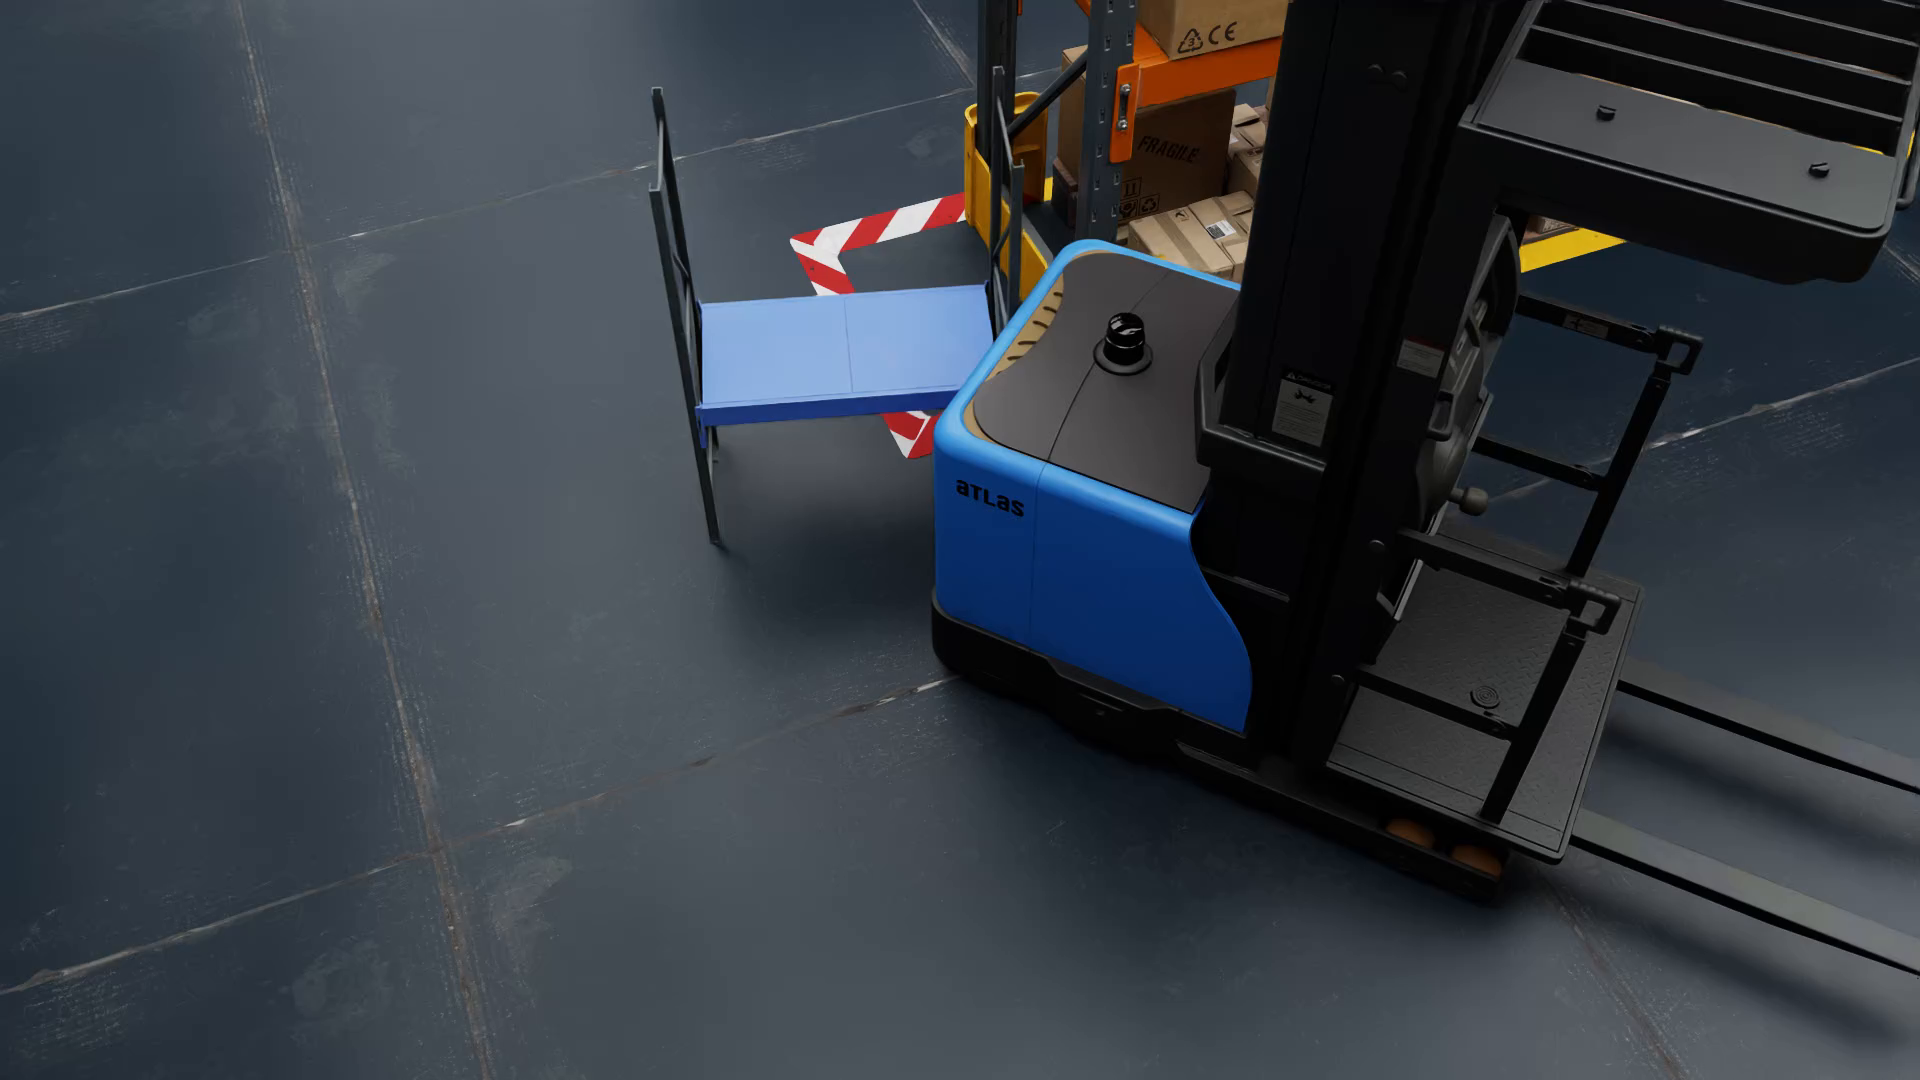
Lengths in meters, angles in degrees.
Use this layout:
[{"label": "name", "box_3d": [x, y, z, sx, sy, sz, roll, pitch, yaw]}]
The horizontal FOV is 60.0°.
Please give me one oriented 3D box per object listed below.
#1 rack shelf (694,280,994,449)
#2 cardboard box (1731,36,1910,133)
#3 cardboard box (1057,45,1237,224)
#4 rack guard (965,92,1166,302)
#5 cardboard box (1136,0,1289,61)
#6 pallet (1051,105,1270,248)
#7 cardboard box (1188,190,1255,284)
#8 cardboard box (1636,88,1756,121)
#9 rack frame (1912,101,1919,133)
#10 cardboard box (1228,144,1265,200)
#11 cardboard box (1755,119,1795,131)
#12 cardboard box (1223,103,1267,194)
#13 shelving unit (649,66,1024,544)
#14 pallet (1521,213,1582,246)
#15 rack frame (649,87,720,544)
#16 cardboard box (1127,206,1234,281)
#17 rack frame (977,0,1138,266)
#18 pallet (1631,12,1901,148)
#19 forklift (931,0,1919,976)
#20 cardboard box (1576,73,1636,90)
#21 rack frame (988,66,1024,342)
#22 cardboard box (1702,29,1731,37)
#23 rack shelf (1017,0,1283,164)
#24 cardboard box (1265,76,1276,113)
[{"label": "rack shelf", "box_3d": [-0.366, -0.588, 5.504, 1.000, 0.185, 0.538, -5, 50, -4]}, {"label": "cardboard box", "box_3d": [3.592, -2.086, 6.922, 0.500, 0.500, 0.500, -17, 52, -14]}, {"label": "cardboard box", "box_3d": [0.719, -1.630, 6.530, 0.500, 0.500, 0.500, -17, 52, -14]}, {"label": "rack guard", "box_3d": [0.379, -1.179, 6.433, 0.348, 0.500, 1.175, -17, 52, -14]}, {"label": "cardboard box", "box_3d": [0.819, -1.947, 5.379, 0.500, 0.500, 0.500, -16, 51, -13]}, {"label": "pallet", "box_3d": [1.117, -1.315, 6.740, 1.213, 0.211, 1.003, -17, 52, -14]}, {"label": "cardboard box", "box_3d": [1.058, -1.143, 6.332, 0.250, 0.166, 0.380, -17, 52, -14]}, {"label": "cardboard box", "box_3d": [2.897, -1.809, 6.809, 0.500, 0.311, 0.500, -17, 52, -14]}, {"label": "rack frame", "box_3d": [4.012, -3.119, 6.452, 0.127, 3.000, 1.000, -17, 52, -14]}, {"label": "cardboard box", "box_3d": [1.382, -1.320, 6.429, 0.500, 0.250, 0.500, -17, 52, -14]}, {"label": "cardboard box", "box_3d": [3.267, -1.822, 6.926, 0.250, 0.149, 0.380, -17, 52, -14]}, {"label": "cardboard box", "box_3d": [1.128, -1.574, 6.702, 0.250, 0.166, 0.380, -17, 52, -14]}, {"label": "shelving unit", "box_3d": [-0.366, -0.705, 5.367, 1.048, 1.500, 0.538, -5, 50, -4]}, {"label": "pallet", "box_3d": [2.245, -1.662, 7.038, 1.213, 0.211, 1.003, -17, 52, -14]}, {"label": "rack frame", "box_3d": [-0.872, -0.665, 5.332, 0.032, 1.500, 0.500, -5, 50, -4]}, {"label": "cardboard box", "box_3d": [0.827, -1.065, 6.277, 0.250, 0.149, 0.380, -17, 52, -14]}, {"label": "rack frame", "box_3d": [0.309, -1.972, 5.466, 0.127, 3.000, 1.000, -17, 52, -14]}, {"label": "pallet", "box_3d": [3.376, -2.014, 7.341, 1.213, 0.211, 1.003, -17, 52, -14]}, {"label": "forklift", "box_3d": [1.461, -0.378, 4.142, 3.031, 2.935, 1.130, 21, 53, 17]}, {"label": "cardboard box", "box_3d": [2.275, -1.907, 6.766, 0.637, 0.503, 0.797, -17, 52, -14]}, {"label": "rack frame", "box_3d": [0.139, -0.746, 5.402, 0.032, 1.500, 0.500, -5, 50, -4]}, {"label": "cardboard box", "box_3d": [3.542, -2.418, 7.332, 0.500, 0.311, 0.500, -17, 52, -14]}, {"label": "rack shelf", "box_3d": [2.160, -2.311, 6.232, 4.000, 0.370, 1.077, -17, 52, -14]}, {"label": "cardboard box", "box_3d": [1.610, -1.800, 6.841, 0.500, 0.250, 0.500, -17, 52, -14]}]
